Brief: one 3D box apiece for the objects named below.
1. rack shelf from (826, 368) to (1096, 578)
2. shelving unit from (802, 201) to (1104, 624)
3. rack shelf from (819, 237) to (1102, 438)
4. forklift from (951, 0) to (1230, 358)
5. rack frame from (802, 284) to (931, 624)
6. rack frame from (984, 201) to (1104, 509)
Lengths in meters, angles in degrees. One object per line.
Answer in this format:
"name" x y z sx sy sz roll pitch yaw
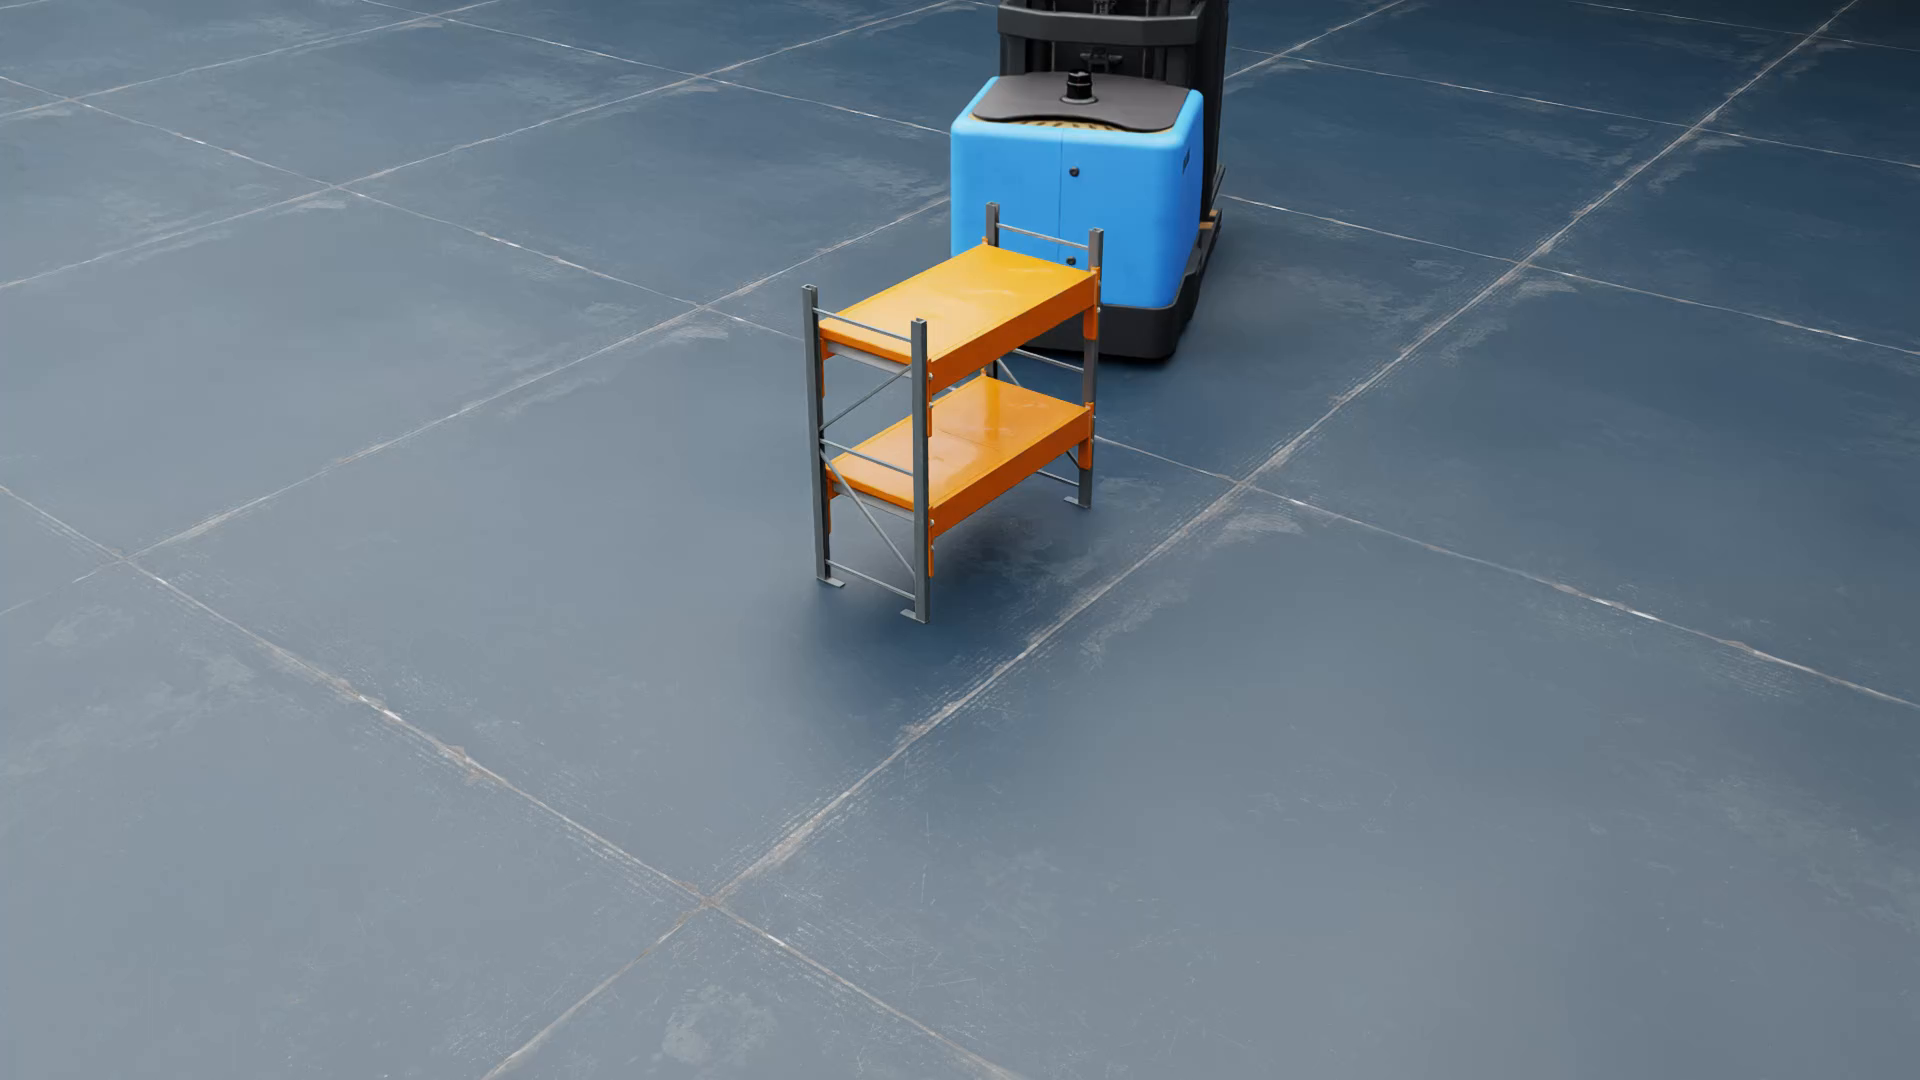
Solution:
"rack shelf" -0.004 -0.271 6.083 0.538 0.278 1.000 21 37 31
"shelving unit" -0.004 -0.481 5.959 0.538 1.125 1.048 21 37 31
"rack shelf" -0.004 -0.733 5.809 0.538 0.278 1.000 21 37 31
"forklift" 0.794 -2.818 8.130 1.130 2.935 3.031 7 31 12
"rack frame" -0.311 -0.275 5.610 0.500 1.125 0.032 21 37 31
"rack frame" 0.303 -0.688 6.307 0.500 1.125 0.032 21 37 31
